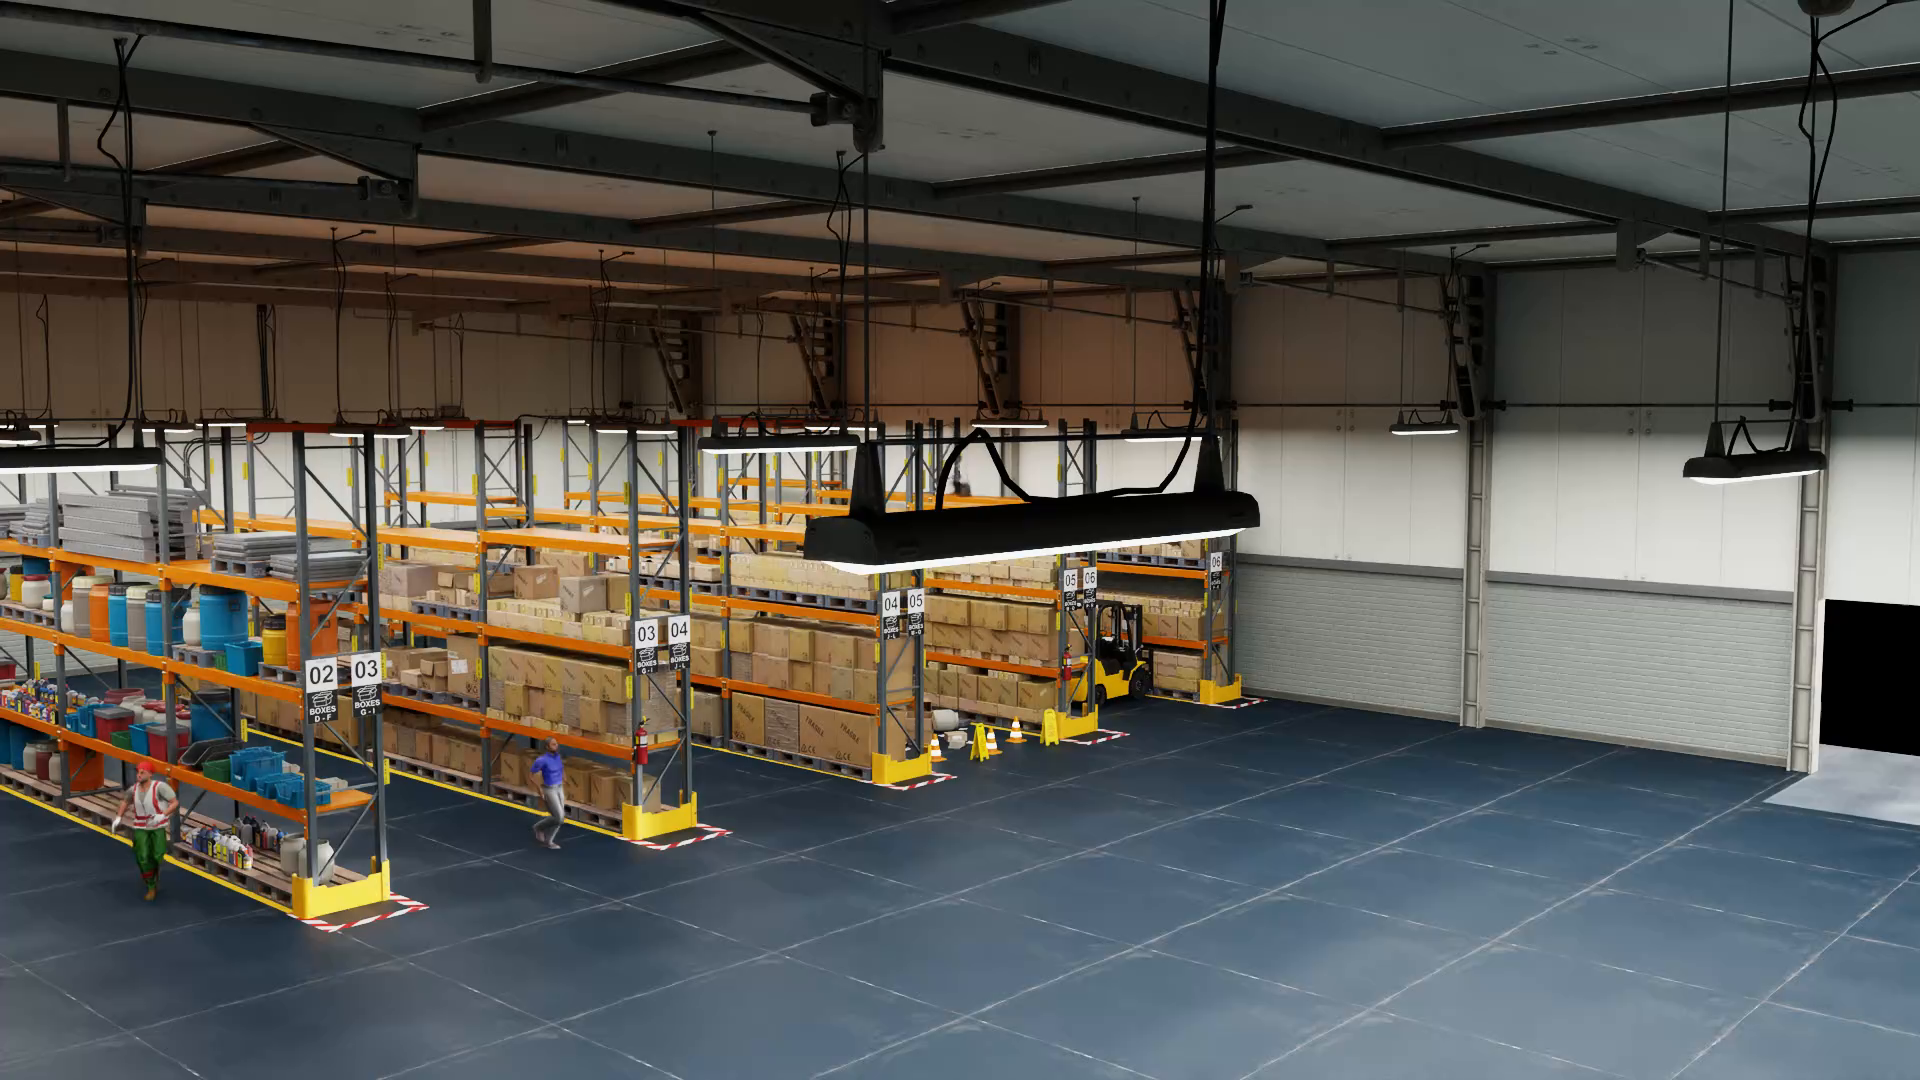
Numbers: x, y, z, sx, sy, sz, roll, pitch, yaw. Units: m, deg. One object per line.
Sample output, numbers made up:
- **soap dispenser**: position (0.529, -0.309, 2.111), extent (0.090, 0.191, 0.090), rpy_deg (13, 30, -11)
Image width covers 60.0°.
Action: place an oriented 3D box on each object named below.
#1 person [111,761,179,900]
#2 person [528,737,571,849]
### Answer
- **person**: position (-10.507, 3.727, 21.442), extent (0.821, 1.755, 0.543), rpy_deg (-1, 5, -14)
- **person**: position (-5.778, 3.600, 23.634), extent (0.541, 1.611, 0.566), rpy_deg (2, 5, 27)
